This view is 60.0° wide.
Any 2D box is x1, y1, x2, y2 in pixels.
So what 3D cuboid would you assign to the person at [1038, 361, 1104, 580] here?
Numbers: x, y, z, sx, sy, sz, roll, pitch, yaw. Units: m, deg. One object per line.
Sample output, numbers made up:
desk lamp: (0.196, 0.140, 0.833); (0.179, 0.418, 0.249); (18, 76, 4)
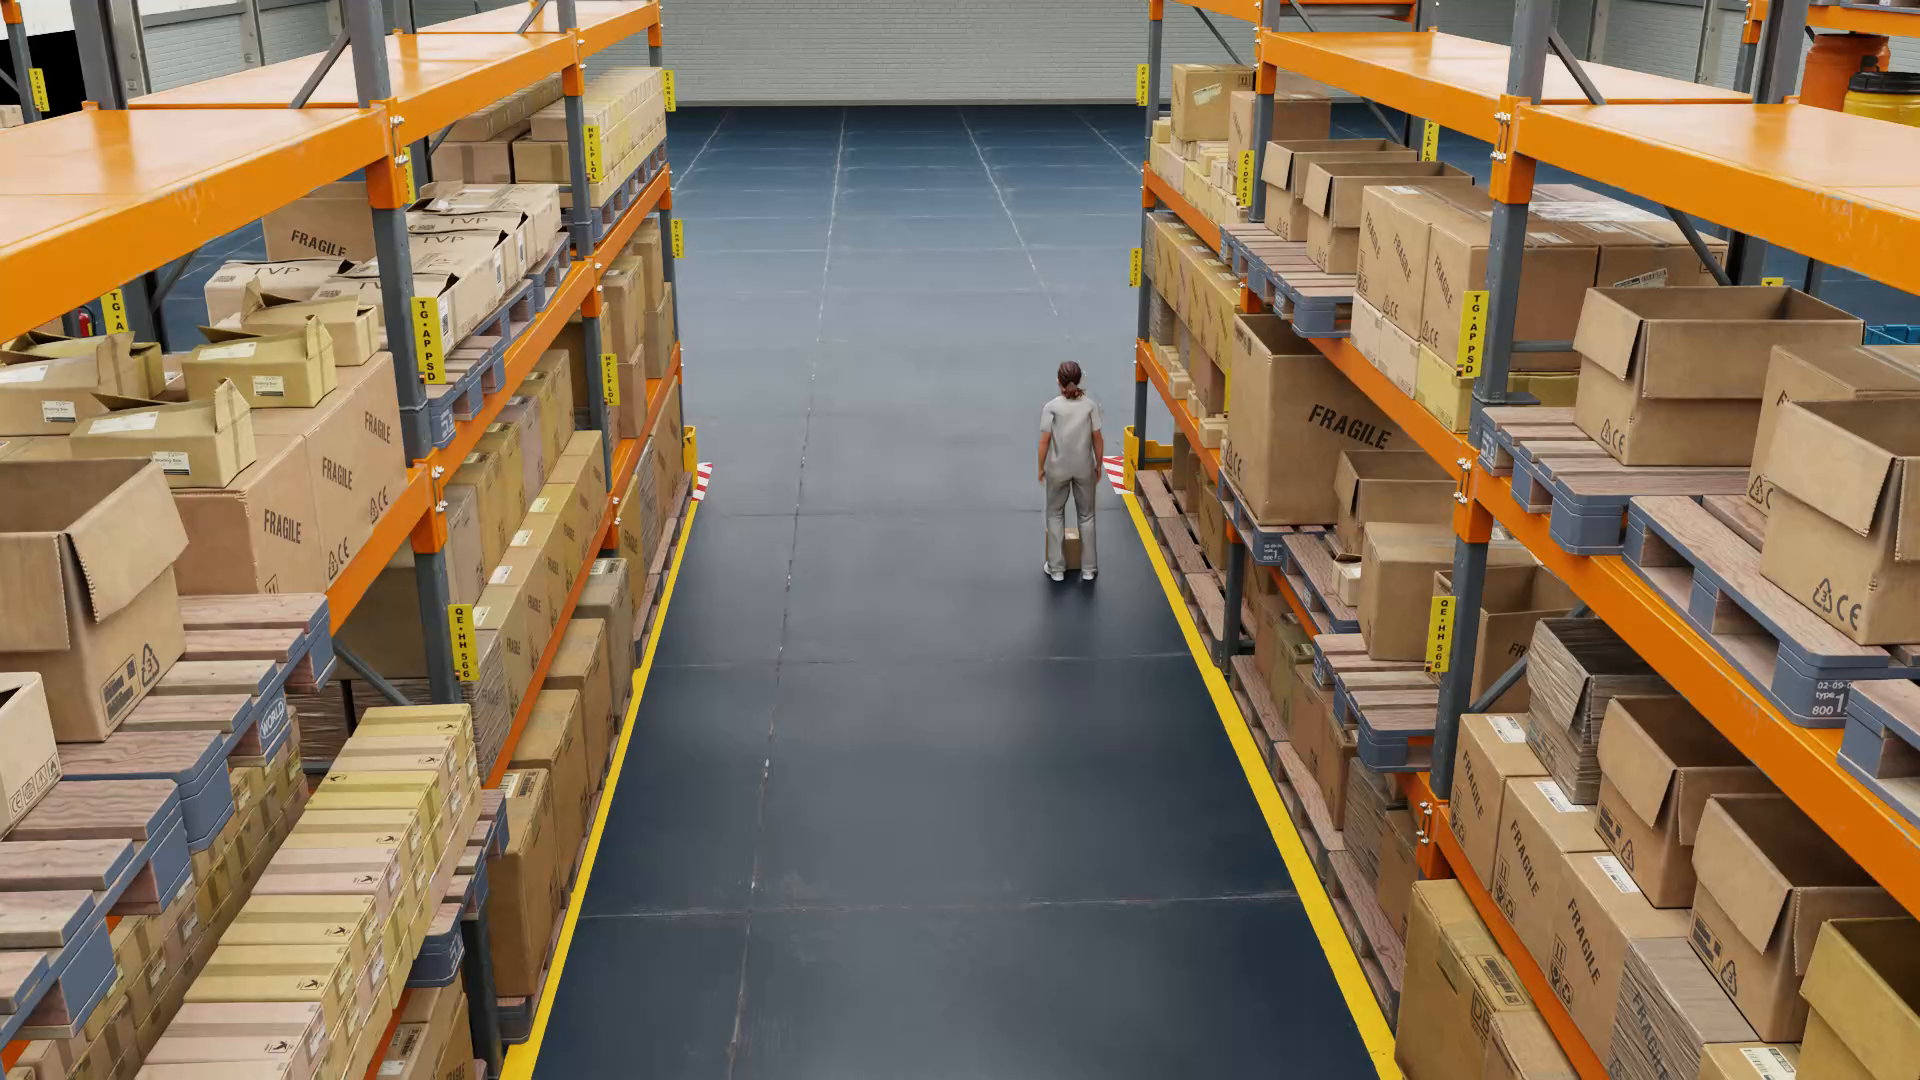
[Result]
person: (0.827, -0.515, 12.458); (0.499, 1.672, 0.340); (-1, 21, -4)
